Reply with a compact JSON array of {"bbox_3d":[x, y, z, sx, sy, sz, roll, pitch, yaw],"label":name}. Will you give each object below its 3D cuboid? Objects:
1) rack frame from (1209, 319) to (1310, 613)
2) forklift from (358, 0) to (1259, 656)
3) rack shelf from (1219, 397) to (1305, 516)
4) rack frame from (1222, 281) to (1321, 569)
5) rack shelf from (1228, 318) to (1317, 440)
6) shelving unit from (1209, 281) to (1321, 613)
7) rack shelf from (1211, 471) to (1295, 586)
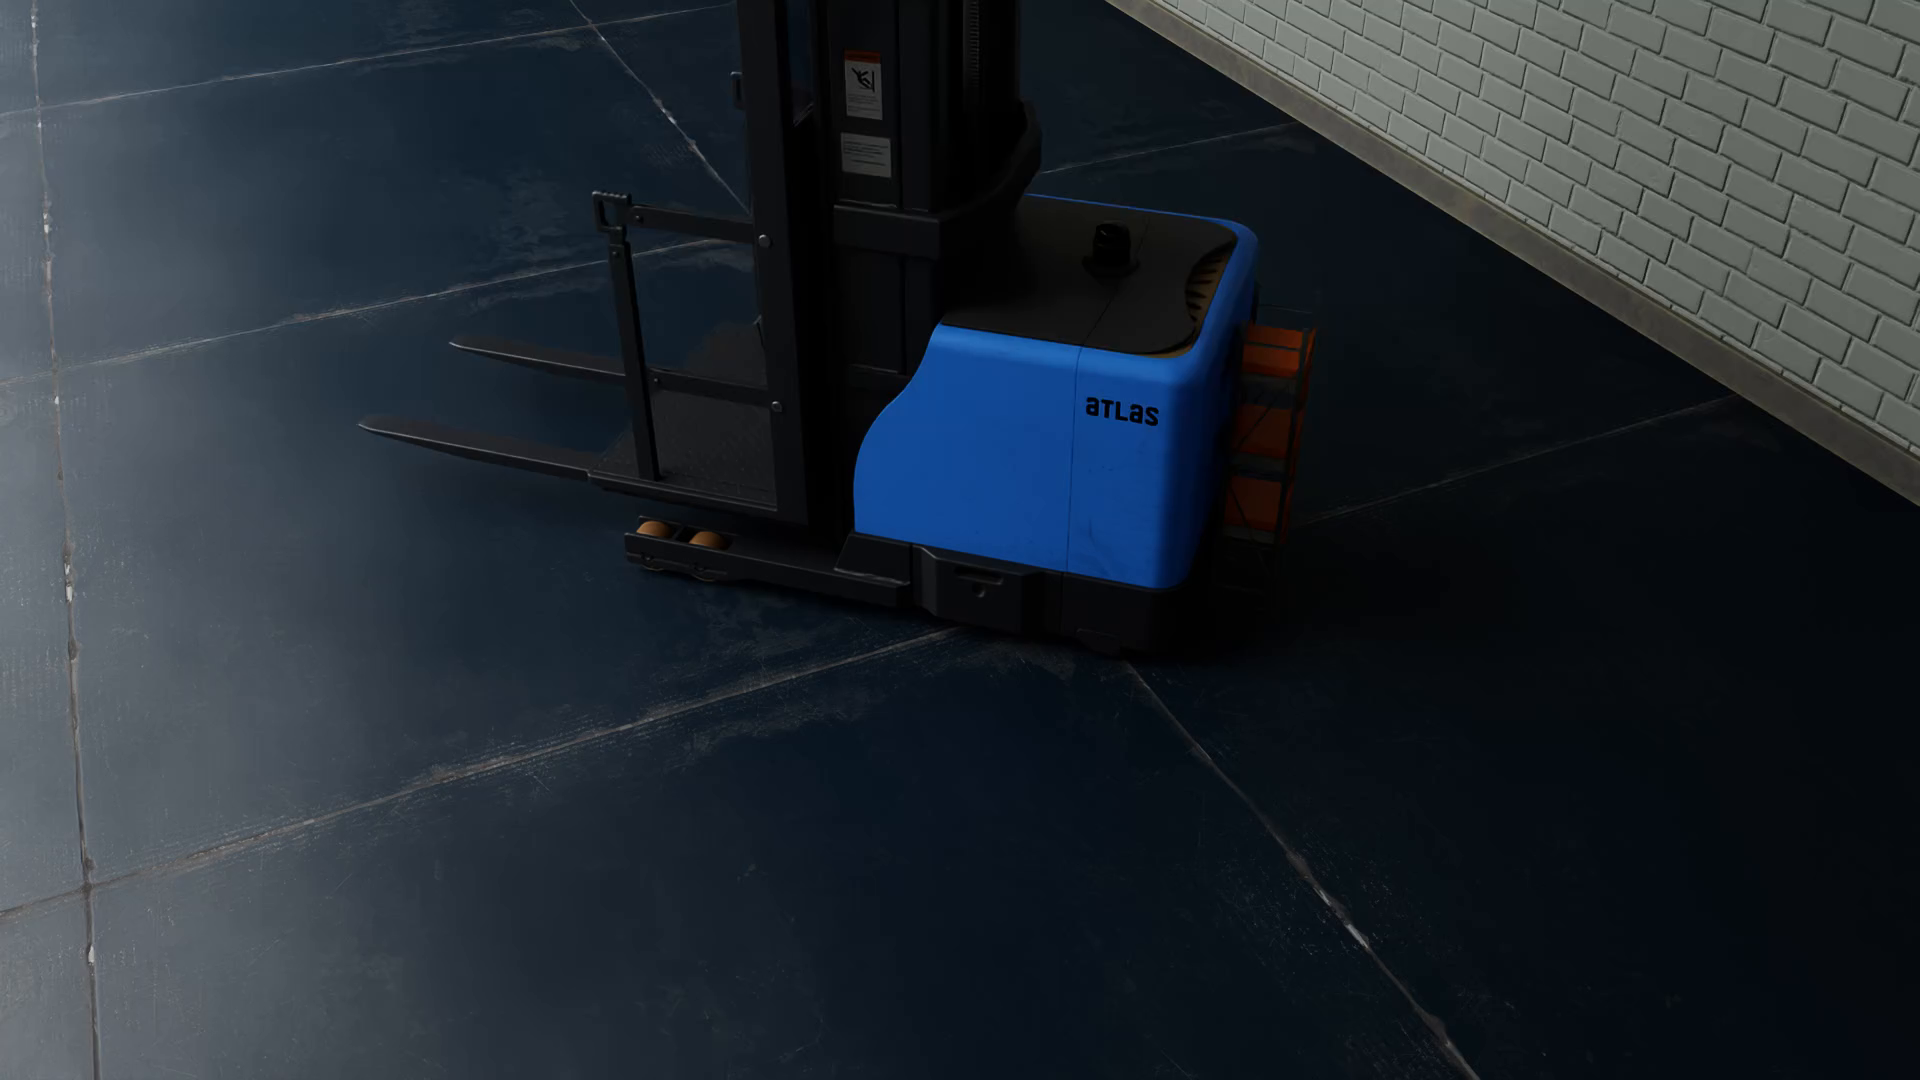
[{"bbox_3d":[0.915,-0.204,5.144,0.200,1.050,0.008,11,38,14],"label":"rack frame"},{"bbox_3d":[-0.609,-1.325,5.076,3.031,2.935,1.130,11,38,14],"label":"forklift"},{"bbox_3d":[0.953,-0.265,5.244,0.215,0.259,0.240,11,38,14],"label":"rack shelf"},{"bbox_3d":[0.990,-0.343,5.331,0.200,1.050,0.008,11,38,14],"label":"rack frame"},{"bbox_3d":[0.953,-0.493,5.075,0.215,0.259,0.240,11,38,14],"label":"rack shelf"},{"bbox_3d":[0.953,-0.273,5.237,0.215,1.050,0.252,11,38,14],"label":"shelving unit"},{"bbox_3d":[0.952,-0.042,5.409,0.215,0.259,0.240,11,38,14],"label":"rack shelf"}]
